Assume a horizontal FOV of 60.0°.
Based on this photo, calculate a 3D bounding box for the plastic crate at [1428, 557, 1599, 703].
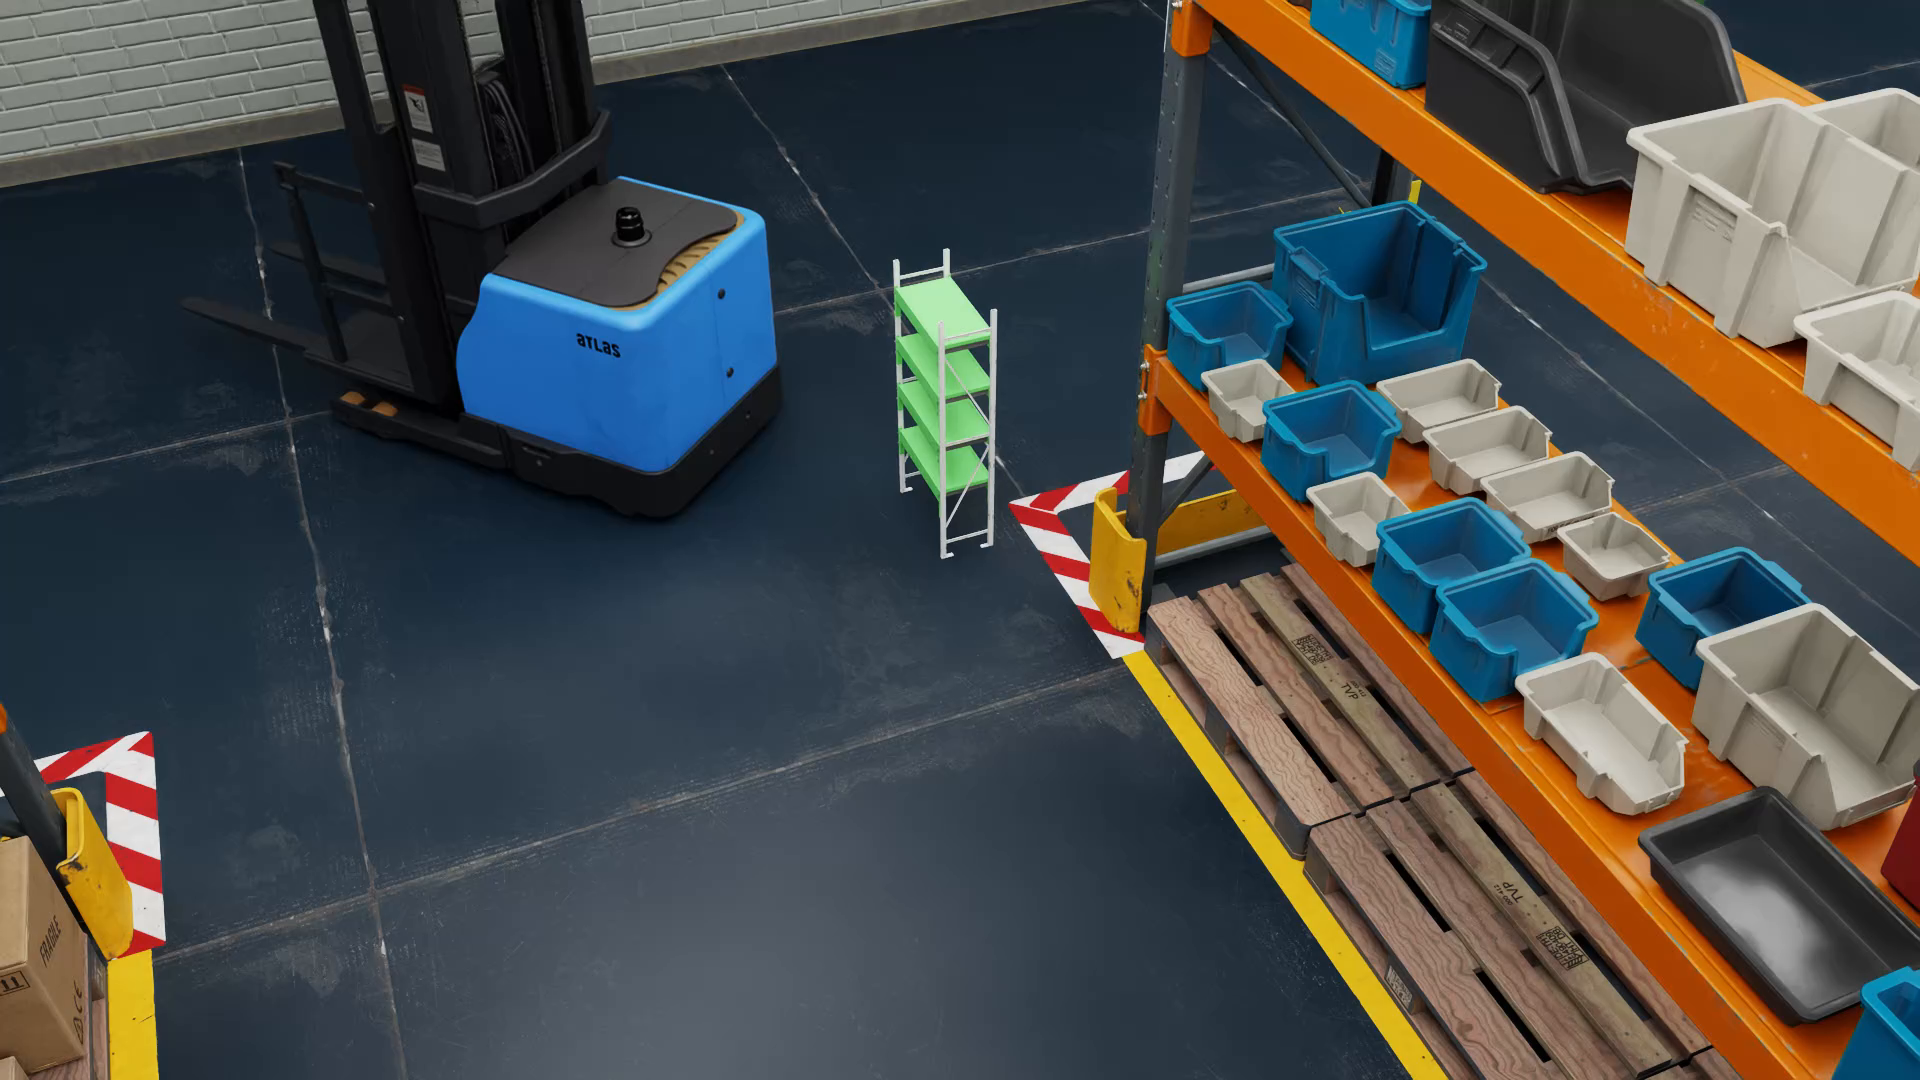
[{"bbox_3d":[1.556,0.267,4.721,0.416,0.233,0.300,-15,43,-17],"label":"plastic crate"}]

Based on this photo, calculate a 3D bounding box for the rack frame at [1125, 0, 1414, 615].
[{"bbox_3d":[1.147,-0.978,6.087,1.000,3.000,0.127,-15,43,-17],"label":"rack frame"}]

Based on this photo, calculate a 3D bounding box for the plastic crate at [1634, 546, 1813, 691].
[{"bbox_3d":[2.170,0.235,4.758,0.416,0.233,0.300,-15,43,-17],"label":"plastic crate"}]

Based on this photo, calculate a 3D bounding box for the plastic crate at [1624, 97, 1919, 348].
[{"bbox_3d":[1.710,-0.659,3.506,0.437,0.282,0.530,-15,43,-17],"label":"plastic crate"}]

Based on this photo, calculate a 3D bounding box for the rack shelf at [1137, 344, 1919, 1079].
[{"bbox_3d":[1.913,0.499,4.921,1.077,0.370,4.000,-15,43,-17],"label":"rack shelf"}]

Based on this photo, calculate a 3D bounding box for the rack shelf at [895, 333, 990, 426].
[{"bbox_3d":[-0.063,-0.688,6.860,0.258,0.148,0.480,-15,43,-17],"label":"rack shelf"}]

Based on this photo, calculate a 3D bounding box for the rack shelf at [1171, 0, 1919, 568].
[{"bbox_3d":[1.913,-0.638,3.943,1.077,0.370,4.000,-15,43,-17],"label":"rack shelf"}]

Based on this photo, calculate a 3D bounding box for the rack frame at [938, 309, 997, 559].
[{"bbox_3d":[0.030,-0.408,6.804,0.240,1.200,0.015,-15,43,-17],"label":"rack frame"}]

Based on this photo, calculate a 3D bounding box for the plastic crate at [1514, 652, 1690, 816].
[{"bbox_3d":[1.734,0.534,4.484,0.293,0.136,0.466,-15,43,-17],"label":"plastic crate"}]

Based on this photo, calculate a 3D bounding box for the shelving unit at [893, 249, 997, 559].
[{"bbox_3d":[-0.063,-0.555,6.975,0.258,1.200,0.503,-15,43,-17],"label":"shelving unit"}]

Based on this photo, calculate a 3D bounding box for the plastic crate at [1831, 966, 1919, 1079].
[{"bbox_3d":[2.184,1.218,3.499,0.392,0.384,0.575,-15,43,-17],"label":"plastic crate"}]

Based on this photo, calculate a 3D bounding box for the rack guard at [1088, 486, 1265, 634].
[{"bbox_3d":[1.126,-0.042,6.915,1.175,0.500,0.348,-15,43,-17],"label":"rack guard"}]

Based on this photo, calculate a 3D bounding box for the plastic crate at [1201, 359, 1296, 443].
[{"bbox_3d":[0.984,-0.456,5.636,0.250,0.136,0.298,-15,43,-17],"label":"plastic crate"}]

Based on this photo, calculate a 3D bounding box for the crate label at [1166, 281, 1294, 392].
[{"bbox_3d":[0.938,-0.707,5.854,0.416,0.233,0.303,-15,43,-17],"label":"crate label"}]

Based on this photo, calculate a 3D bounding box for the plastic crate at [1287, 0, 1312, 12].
[{"bbox_3d":[1.037,-1.765,4.801,0.497,0.269,0.590,-15,43,-17],"label":"plastic crate"}]

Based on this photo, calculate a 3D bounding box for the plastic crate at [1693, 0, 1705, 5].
[{"bbox_3d":[1.789,-1.513,4.570,0.450,0.188,0.336,-15,43,-17],"label":"plastic crate"}]

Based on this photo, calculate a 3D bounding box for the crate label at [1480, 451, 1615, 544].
[{"bbox_3d":[1.853,-0.115,5.240,0.396,0.136,0.243,-15,43,-17],"label":"crate label"}]

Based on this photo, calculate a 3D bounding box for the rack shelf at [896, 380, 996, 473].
[{"bbox_3d":[-0.063,-0.506,7.016,0.258,0.148,0.480,-15,43,-17],"label":"rack shelf"}]

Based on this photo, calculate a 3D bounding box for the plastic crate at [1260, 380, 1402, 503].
[{"bbox_3d":[1.190,-0.310,5.393,0.416,0.233,0.300,-15,43,-17],"label":"plastic crate"}]

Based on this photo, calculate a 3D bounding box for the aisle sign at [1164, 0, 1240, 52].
[{"bbox_3d":[0.845,-1.933,5.204,0.394,0.787,0.004,-15,43,-17],"label":"aisle sign"}]

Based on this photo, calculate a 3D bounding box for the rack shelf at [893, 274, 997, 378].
[{"bbox_3d":[-0.063,-0.870,6.703,0.258,0.148,0.480,-15,43,-17],"label":"rack shelf"}]

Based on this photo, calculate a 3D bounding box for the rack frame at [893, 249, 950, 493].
[{"bbox_3d":[-0.157,-0.702,7.146,0.240,1.200,0.015,-15,43,-17],"label":"rack frame"}]

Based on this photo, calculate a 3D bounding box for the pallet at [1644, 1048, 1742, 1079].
[{"bbox_3d":[2.361,2.055,4.698,1.003,0.211,1.213,-15,43,-17],"label":"pallet"}]

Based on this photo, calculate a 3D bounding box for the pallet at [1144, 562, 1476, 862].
[{"bbox_3d":[1.427,0.585,6.407,1.003,0.211,1.213,-15,43,-17],"label":"pallet"}]

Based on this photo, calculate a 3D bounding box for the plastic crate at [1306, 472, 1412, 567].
[{"bbox_3d":[1.244,-0.048,5.161,0.250,0.136,0.298,-15,43,-17],"label":"plastic crate"}]

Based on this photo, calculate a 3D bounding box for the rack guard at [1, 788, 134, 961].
[{"bbox_3d":[-3.401,1.249,5.415,1.175,0.500,0.348,-15,43,-17],"label":"rack guard"}]

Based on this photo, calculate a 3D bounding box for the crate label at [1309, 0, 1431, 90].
[{"bbox_3d":[1.202,-1.423,4.418,0.408,0.251,0.502,-15,43,-17],"label":"crate label"}]

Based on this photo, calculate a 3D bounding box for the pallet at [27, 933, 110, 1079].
[{"bbox_3d":[-3.095,1.838,4.951,1.003,0.211,1.213,-15,43,-17],"label":"pallet"}]

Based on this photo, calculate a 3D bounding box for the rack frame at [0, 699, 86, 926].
[{"bbox_3d":[-3.430,0.255,4.653,1.000,3.000,0.127,-15,43,-17],"label":"rack frame"}]

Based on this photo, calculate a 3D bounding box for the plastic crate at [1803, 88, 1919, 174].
[{"bbox_3d":[2.167,-0.833,3.820,0.437,0.136,0.530,-15,43,-17],"label":"plastic crate"}]

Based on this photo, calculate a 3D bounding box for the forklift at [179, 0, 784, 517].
[{"bbox_3d":[-2.391,-1.878,7.185,3.031,2.935,1.130,18,44,20],"label":"forklift"}]

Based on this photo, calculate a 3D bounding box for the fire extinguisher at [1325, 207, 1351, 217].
[{"bbox_3d":[1.510,-1.012,6.472,0.296,0.674,0.183,-15,43,-17],"label":"fire extinguisher"}]

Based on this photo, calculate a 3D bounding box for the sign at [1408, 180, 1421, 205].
[{"bbox_3d":[1.649,-1.187,6.205,0.100,0.325,0.005,-15,43,-17],"label":"sign"}]

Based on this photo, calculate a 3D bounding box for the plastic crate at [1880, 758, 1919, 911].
[{"bbox_3d":[2.568,0.784,3.943,0.402,0.464,0.583,-15,43,-17],"label":"plastic crate"}]

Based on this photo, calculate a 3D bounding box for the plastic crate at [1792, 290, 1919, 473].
[{"bbox_3d":[1.840,-0.277,3.174,0.293,0.136,0.466,-15,43,-17],"label":"plastic crate"}]

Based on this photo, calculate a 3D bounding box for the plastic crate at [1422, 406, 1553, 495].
[{"bbox_3d":[1.724,-0.277,5.428,0.396,0.136,0.243,-15,43,-17],"label":"plastic crate"}]

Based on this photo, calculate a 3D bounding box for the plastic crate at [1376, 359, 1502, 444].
[{"bbox_3d":[1.627,-0.455,5.635,0.396,0.136,0.243,-15,43,-17],"label":"plastic crate"}]

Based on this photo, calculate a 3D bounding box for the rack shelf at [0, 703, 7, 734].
[{"bbox_3d":[-2.665,1.733,3.486,1.077,0.370,4.000,-15,43,-17],"label":"rack shelf"}]

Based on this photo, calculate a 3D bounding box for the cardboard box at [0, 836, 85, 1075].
[{"bbox_3d":[-2.995,1.302,5.015,0.500,0.500,0.500,-15,43,-17],"label":"cardboard box"}]

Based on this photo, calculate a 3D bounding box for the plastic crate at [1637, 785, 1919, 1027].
[{"bbox_3d":[2.001,0.905,4.061,0.437,0.125,0.590,-15,43,-17],"label":"plastic crate"}]

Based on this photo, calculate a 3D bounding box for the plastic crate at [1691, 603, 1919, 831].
[{"bbox_3d":[2.264,0.487,4.427,0.437,0.282,0.530,-15,43,-17],"label":"plastic crate"}]

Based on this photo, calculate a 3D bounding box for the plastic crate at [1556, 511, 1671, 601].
[{"bbox_3d":[1.984,0.058,5.038,0.298,0.136,0.250,-15,43,-17],"label":"plastic crate"}]

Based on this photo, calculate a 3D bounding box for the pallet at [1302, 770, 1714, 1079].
[{"bbox_3d":[1.890,1.319,5.554,1.003,0.211,1.213,-15,43,-17],"label":"pallet"}]

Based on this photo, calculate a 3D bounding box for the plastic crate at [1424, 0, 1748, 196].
[{"bbox_3d":[1.478,-1.103,3.980,0.504,0.338,0.767,-15,43,-17],"label":"plastic crate"}]

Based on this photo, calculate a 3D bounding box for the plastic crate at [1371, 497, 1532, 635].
[{"bbox_3d":[1.441,0.086,4.931,0.416,0.233,0.300,-15,43,-17],"label":"plastic crate"}]

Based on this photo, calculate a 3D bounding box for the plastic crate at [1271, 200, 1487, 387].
[{"bbox_3d":[1.448,-0.860,5.876,0.616,0.435,0.499,-15,43,-17],"label":"plastic crate"}]

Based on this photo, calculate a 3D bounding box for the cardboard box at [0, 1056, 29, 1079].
[{"bbox_3d":[-2.923,1.695,4.814,0.380,0.166,0.250,-15,43,-17],"label":"cardboard box"}]

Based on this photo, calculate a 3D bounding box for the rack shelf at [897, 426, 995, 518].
[{"bbox_3d":[-0.063,-0.324,7.173,0.258,0.148,0.480,-15,43,-17],"label":"rack shelf"}]
